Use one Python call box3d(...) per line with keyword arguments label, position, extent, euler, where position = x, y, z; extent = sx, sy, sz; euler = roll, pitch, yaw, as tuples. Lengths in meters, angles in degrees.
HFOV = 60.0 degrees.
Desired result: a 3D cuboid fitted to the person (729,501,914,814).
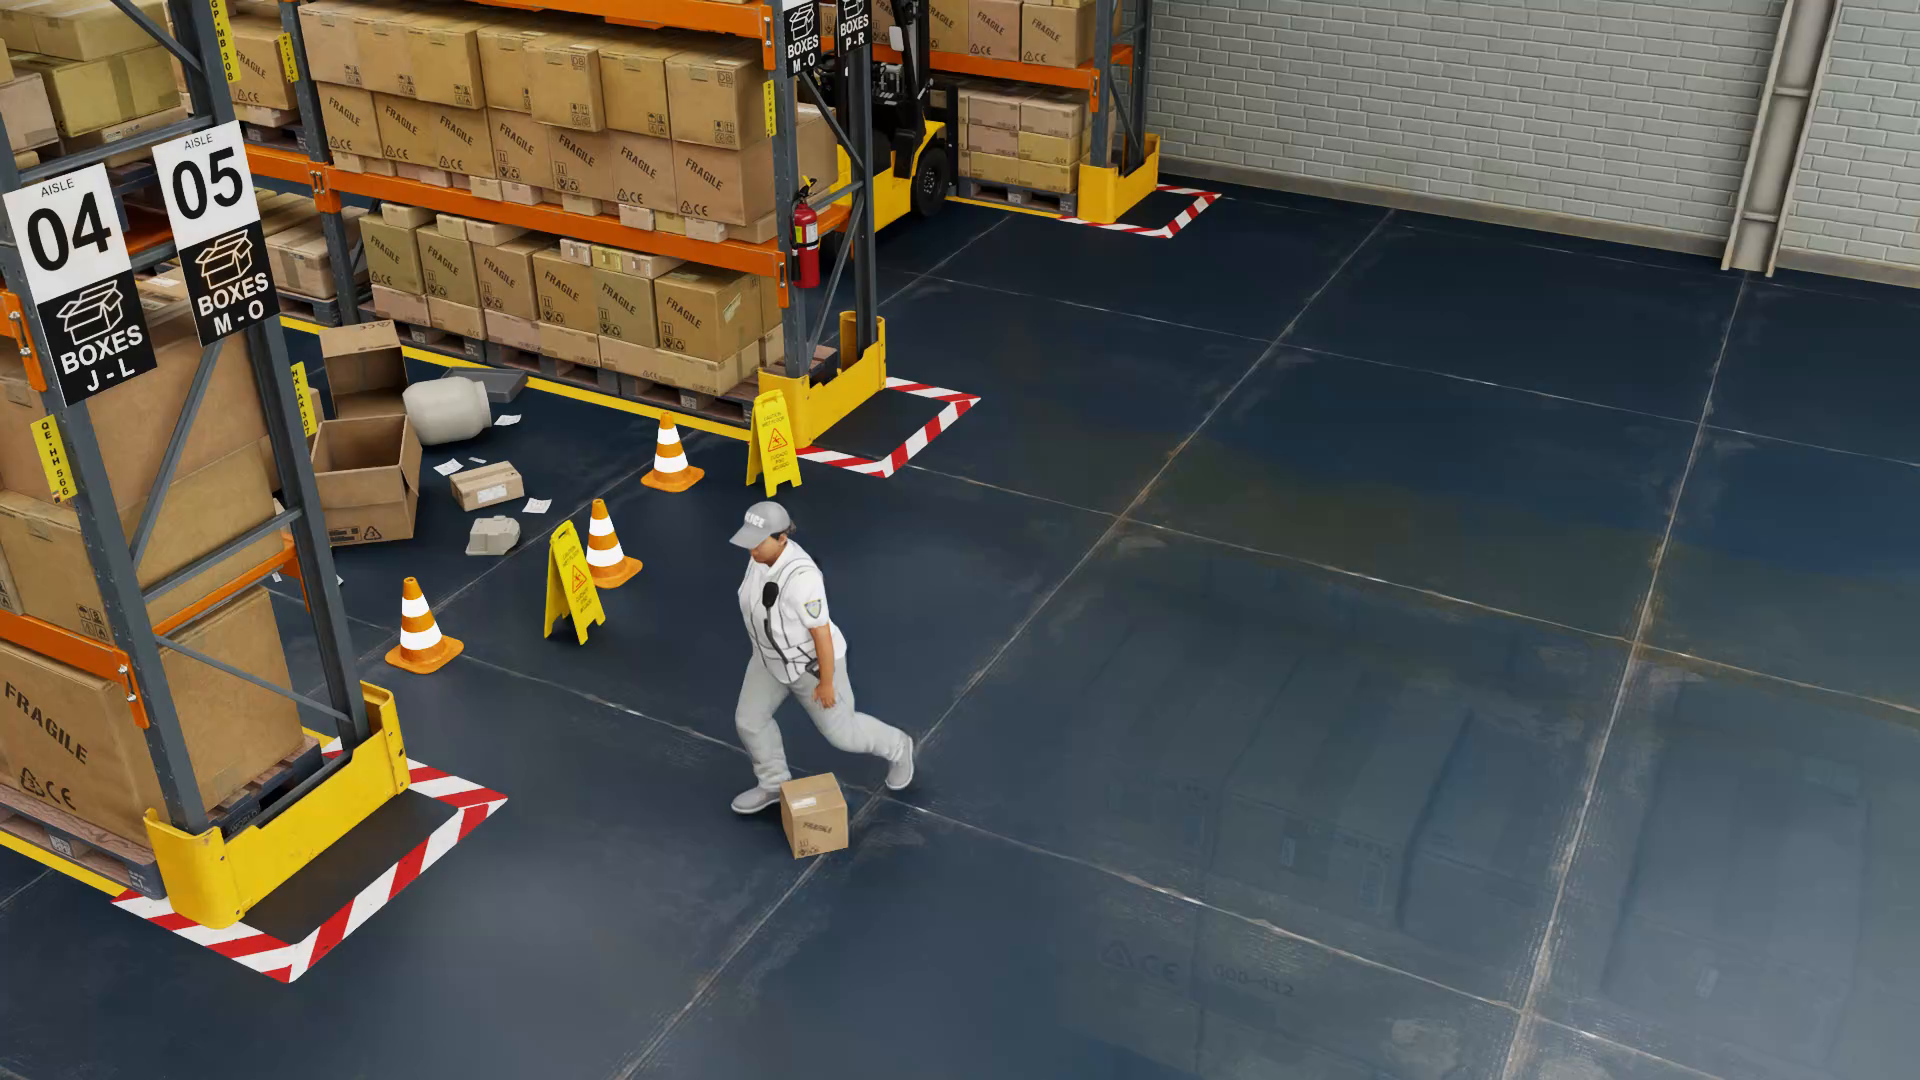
box3d(label="person", position=(-0.629, 0.500, 7.438), extent=(0.849, 1.603, 0.538), euler=(-23, 37, -33))
